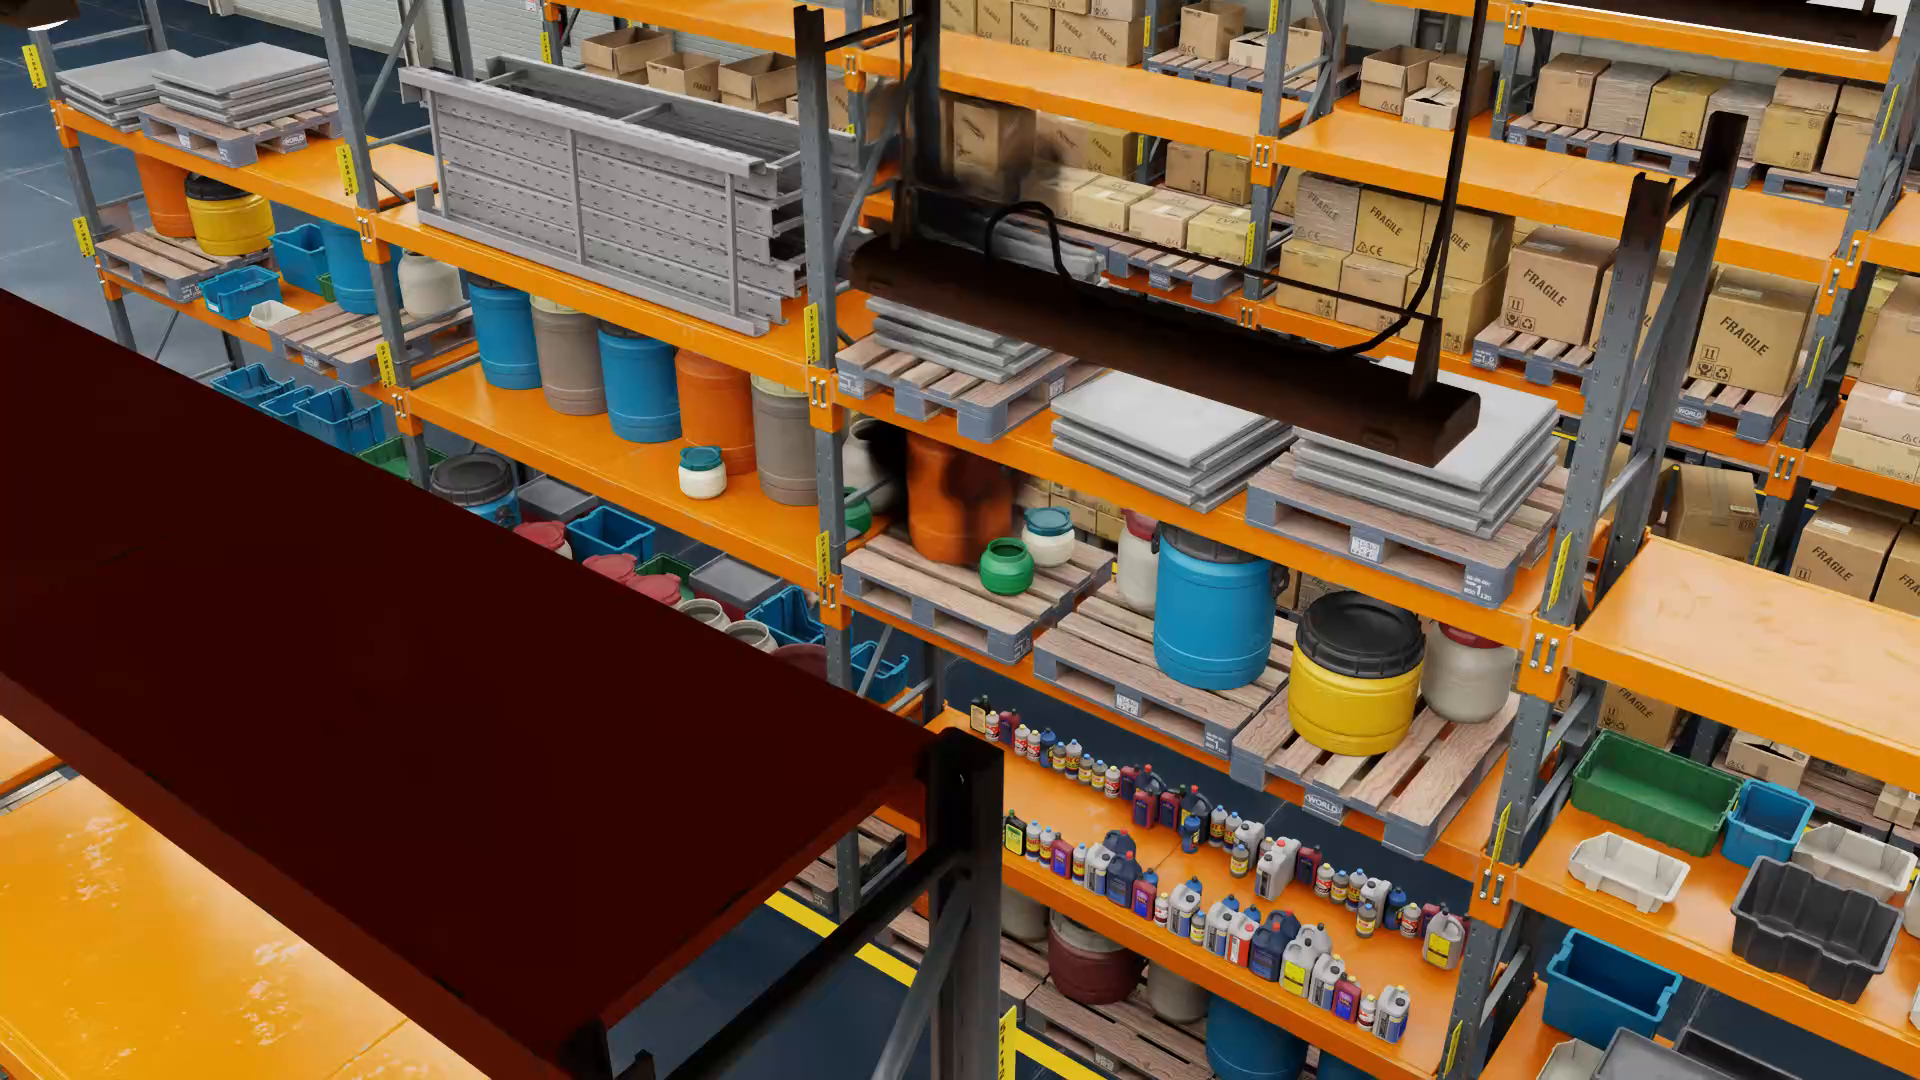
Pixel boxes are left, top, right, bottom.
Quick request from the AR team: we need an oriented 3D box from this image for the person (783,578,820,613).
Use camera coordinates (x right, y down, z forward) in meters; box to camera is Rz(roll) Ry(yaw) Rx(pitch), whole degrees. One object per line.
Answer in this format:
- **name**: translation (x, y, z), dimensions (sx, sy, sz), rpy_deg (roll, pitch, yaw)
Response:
- **person**: translation (-1.535, 0.031, 13.649), dimensions (0.762, 1.633, 0.596), rpy_deg (13, 34, 21)
